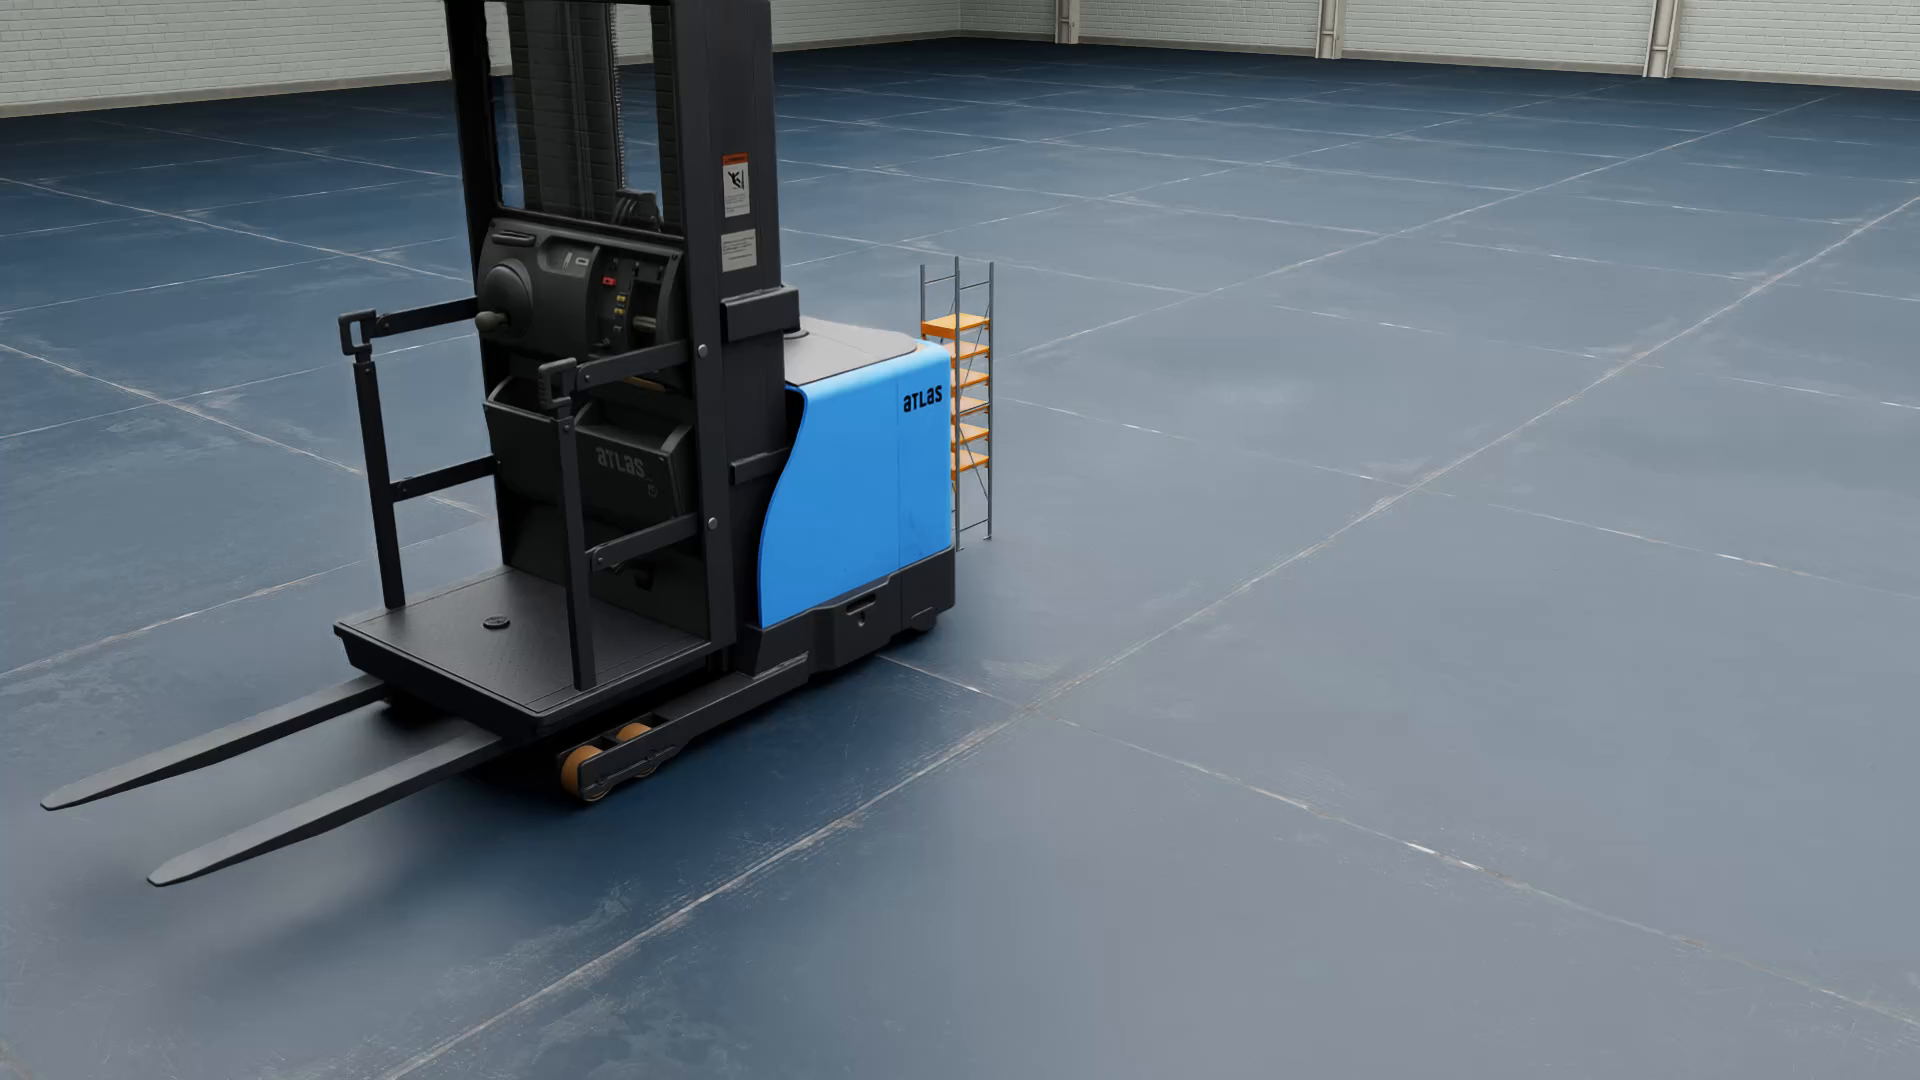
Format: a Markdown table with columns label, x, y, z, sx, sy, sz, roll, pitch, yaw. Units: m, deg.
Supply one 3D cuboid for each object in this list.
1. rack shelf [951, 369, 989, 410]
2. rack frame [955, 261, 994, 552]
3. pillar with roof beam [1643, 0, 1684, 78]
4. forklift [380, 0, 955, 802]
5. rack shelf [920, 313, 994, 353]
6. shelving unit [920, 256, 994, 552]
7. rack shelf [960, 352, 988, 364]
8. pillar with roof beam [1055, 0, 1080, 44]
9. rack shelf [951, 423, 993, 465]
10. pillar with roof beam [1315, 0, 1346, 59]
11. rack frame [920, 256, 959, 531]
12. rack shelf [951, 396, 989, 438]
| label | x | y | z | sx | sy | sz | roll | pitch | yaw |
| --- | --- | --- | --- | --- | --- | --- | --- | --- | --- |
| rack shelf | -0.011 | -0.635 | 6.938 | 0.180 | 0.103 | 0.258 | 16 | 26 | 36 |
| rack frame | 0.060 | -0.544 | 6.911 | 0.006 | 1.200 | 0.240 | 16 | 26 | 36 |
| pillar with roof beam | 8.796 | -10.681 | 22.739 | 0.400 | 9.000 | 9.100 | 16 | 26 | 36 |
| forklift | -1.337 | -0.775 | 5.069 | 1.130 | 2.935 | 3.031 | 16 | 26 | 36 |
| rack shelf | -0.011 | -0.860 | 6.854 | 0.180 | 0.103 | 0.258 | 16 | 26 | 36 |
| shelving unit | -0.011 | -0.565 | 6.965 | 0.189 | 1.200 | 0.258 | 16 | 26 | 36 |
| rack shelf | -0.011 | -0.766 | 6.889 | 0.166 | 0.020 | 0.199 | 16 | 26 | 36 |
| pillar with roof beam | -0.501 | -13.359 | 29.839 | 0.400 | 9.000 | 9.100 | 16 | 26 | 36 |
| rack shelf | -0.011 | -0.411 | 7.023 | 0.180 | 0.103 | 0.258 | 16 | 26 | 36 |
| pillar with roof beam | 4.148 | -12.020 | 26.289 | 0.400 | 9.000 | 9.100 | 16 | 26 | 36 |
| rack frame | -0.082 | -0.585 | 7.019 | 0.006 | 1.200 | 0.240 | 16 | 26 | 36 |
| rack shelf | -0.011 | -0.523 | 6.981 | 0.180 | 0.103 | 0.258 | 16 | 26 | 36 |
